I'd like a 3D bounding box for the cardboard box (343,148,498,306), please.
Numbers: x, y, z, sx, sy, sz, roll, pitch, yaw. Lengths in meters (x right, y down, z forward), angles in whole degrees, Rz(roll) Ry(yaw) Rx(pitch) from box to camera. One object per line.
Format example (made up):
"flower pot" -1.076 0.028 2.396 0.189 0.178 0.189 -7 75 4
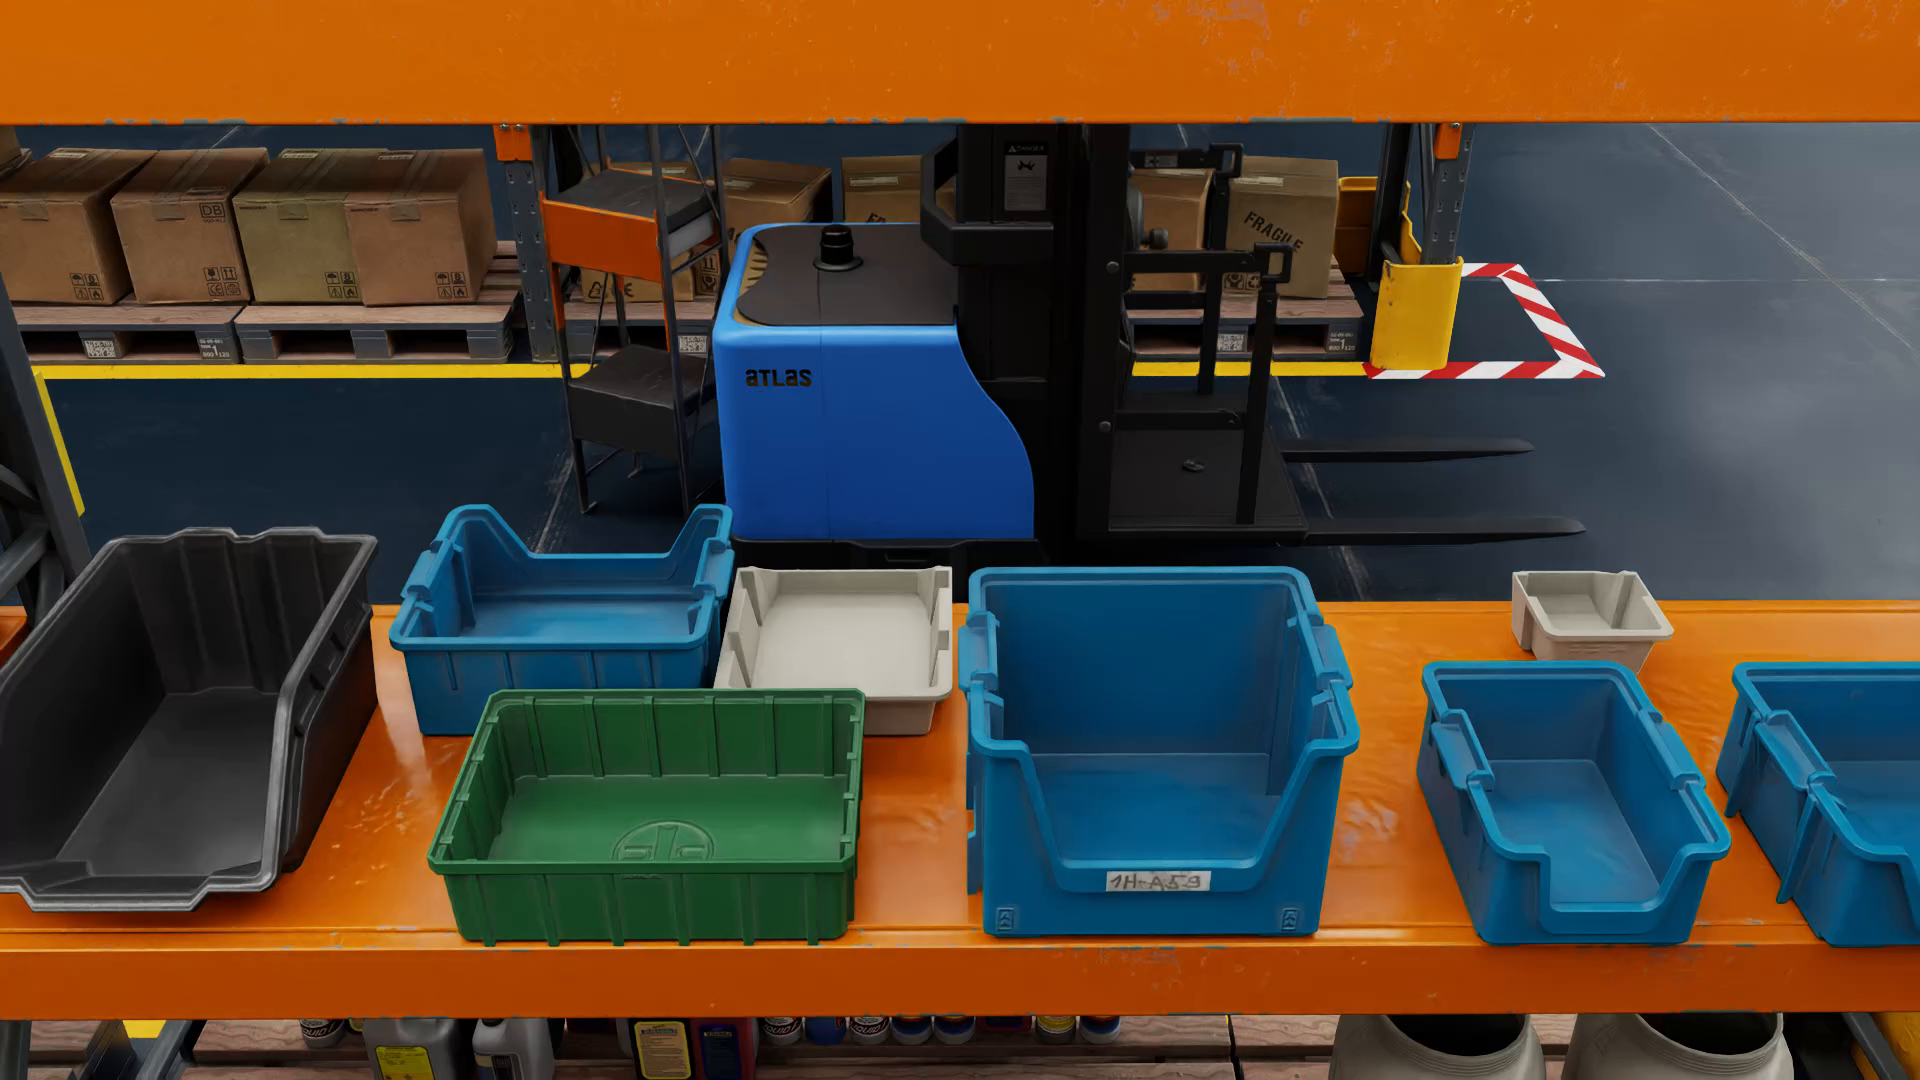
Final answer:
"cardboard box" -2.500 -1.470 7.767 0.500 0.500 0.700 -2 31 -4

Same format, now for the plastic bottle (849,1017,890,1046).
"plastic bottle" -0.213 1.069 3.870 0.097 0.201 0.097 0 31 0

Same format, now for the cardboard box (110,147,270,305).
"cardboard box" -3.536 -1.476 7.777 0.500 0.500 0.700 -3 31 -5

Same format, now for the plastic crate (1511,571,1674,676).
"plastic crate" 1.247 0.164 3.342 0.250 0.136 0.298 0 31 0

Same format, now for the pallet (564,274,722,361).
"pallet" -1.214 -1.170 7.974 1.213 0.211 1.003 0 31 0

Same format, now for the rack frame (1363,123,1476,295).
"rack frame" 2.114 -2.354 7.238 0.127 3.000 1.000 0 31 0

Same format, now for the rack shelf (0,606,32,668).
"rack shelf" -3.856 0.542 3.159 4.000 0.370 1.077 0 31 0

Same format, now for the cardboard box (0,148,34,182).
"cardboard box" -4.661 -1.469 7.765 0.500 0.500 0.700 -3 31 -4

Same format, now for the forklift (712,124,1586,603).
"forklift" 0.698 -1.260 5.501 3.031 2.935 1.130 0 31 -1

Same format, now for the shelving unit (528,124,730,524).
"shelving unit" -1.149 -1.036 5.933 0.503 2.100 0.431 13 34 21

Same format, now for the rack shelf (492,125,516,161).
"rack shelf" -3.886 -2.028 7.394 4.000 0.370 1.077 0 31 0

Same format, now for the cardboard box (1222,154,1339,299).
"cardboard box" 1.490 -1.472 7.789 0.500 0.500 0.500 5 32 9

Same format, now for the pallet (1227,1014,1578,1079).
"pallet" 1.256 1.432 3.687 1.213 0.211 1.003 0 31 0

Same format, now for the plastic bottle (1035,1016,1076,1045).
"plastic bottle" 0.226 1.068 3.872 0.097 0.201 0.097 0 31 0

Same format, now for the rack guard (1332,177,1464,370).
"rack guard" 2.038 -1.285 7.886 0.348 0.500 1.175 0 31 0

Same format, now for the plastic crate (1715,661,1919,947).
"plastic crate" 1.645 0.436 2.784 0.616 0.251 0.499 0 31 0

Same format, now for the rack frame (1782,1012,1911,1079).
"rack frame" 2.144 0.215 3.004 0.127 3.000 1.000 0 31 0

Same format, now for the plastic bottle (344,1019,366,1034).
"plastic bottle" -1.377 1.028 3.858 0.133 0.283 0.061 1 31 2

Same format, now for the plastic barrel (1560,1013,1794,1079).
"plastic barrel" 1.486 1.141 3.471 0.421 0.512 0.421 0 31 0

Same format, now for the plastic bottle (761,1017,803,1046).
"plastic bottle" -0.418 1.070 3.869 0.097 0.201 0.097 0 31 0

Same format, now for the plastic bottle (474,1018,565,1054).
"plastic bottle" -1.022 1.020 3.807 0.185 0.351 0.144 -2 31 -3

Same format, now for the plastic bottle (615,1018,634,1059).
"plastic bottle" -0.699 1.019 3.808 0.185 0.351 0.144 0 31 -1

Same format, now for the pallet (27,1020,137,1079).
"pallet" -2.641 1.442 3.669 1.213 0.211 1.003 0 31 0

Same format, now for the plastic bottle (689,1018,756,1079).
"plastic bottle" -0.535 1.105 3.732 0.133 0.283 0.061 0 31 0

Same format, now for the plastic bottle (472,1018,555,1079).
"plastic bottle" -0.996 1.129 3.700 0.135 0.276 0.152 0 31 0

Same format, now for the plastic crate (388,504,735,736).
"plastic crate" -0.751 0.147 3.259 0.616 0.251 0.499 0 31 0

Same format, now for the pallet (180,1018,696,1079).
"pallet" -1.184 1.439 3.674 1.213 0.211 1.003 0 31 0

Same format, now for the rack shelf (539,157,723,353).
"rack shelf" -1.149 -1.024 5.940 0.480 0.518 0.431 13 34 21

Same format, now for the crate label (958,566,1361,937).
"crate label" 0.305 0.346 2.754 0.616 0.435 0.502 0 31 0

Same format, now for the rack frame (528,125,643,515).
"rack frame" -1.371 -1.089 6.020 0.015 2.100 0.400 13 34 21

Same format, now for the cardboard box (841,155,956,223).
"cardboard box" -0.292 -1.481 7.805 0.500 0.500 0.500 -3 31 -5

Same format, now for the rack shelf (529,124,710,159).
"rack shelf" -1.149 -1.623 5.577 0.480 0.518 0.431 13 34 21

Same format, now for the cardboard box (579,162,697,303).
"cardboard box" -1.486 -1.433 7.725 0.500 0.500 0.500 -1 31 -2

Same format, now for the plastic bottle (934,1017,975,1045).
"plastic bottle" -0.014 1.039 3.853 0.097 0.271 0.097 0 31 0
